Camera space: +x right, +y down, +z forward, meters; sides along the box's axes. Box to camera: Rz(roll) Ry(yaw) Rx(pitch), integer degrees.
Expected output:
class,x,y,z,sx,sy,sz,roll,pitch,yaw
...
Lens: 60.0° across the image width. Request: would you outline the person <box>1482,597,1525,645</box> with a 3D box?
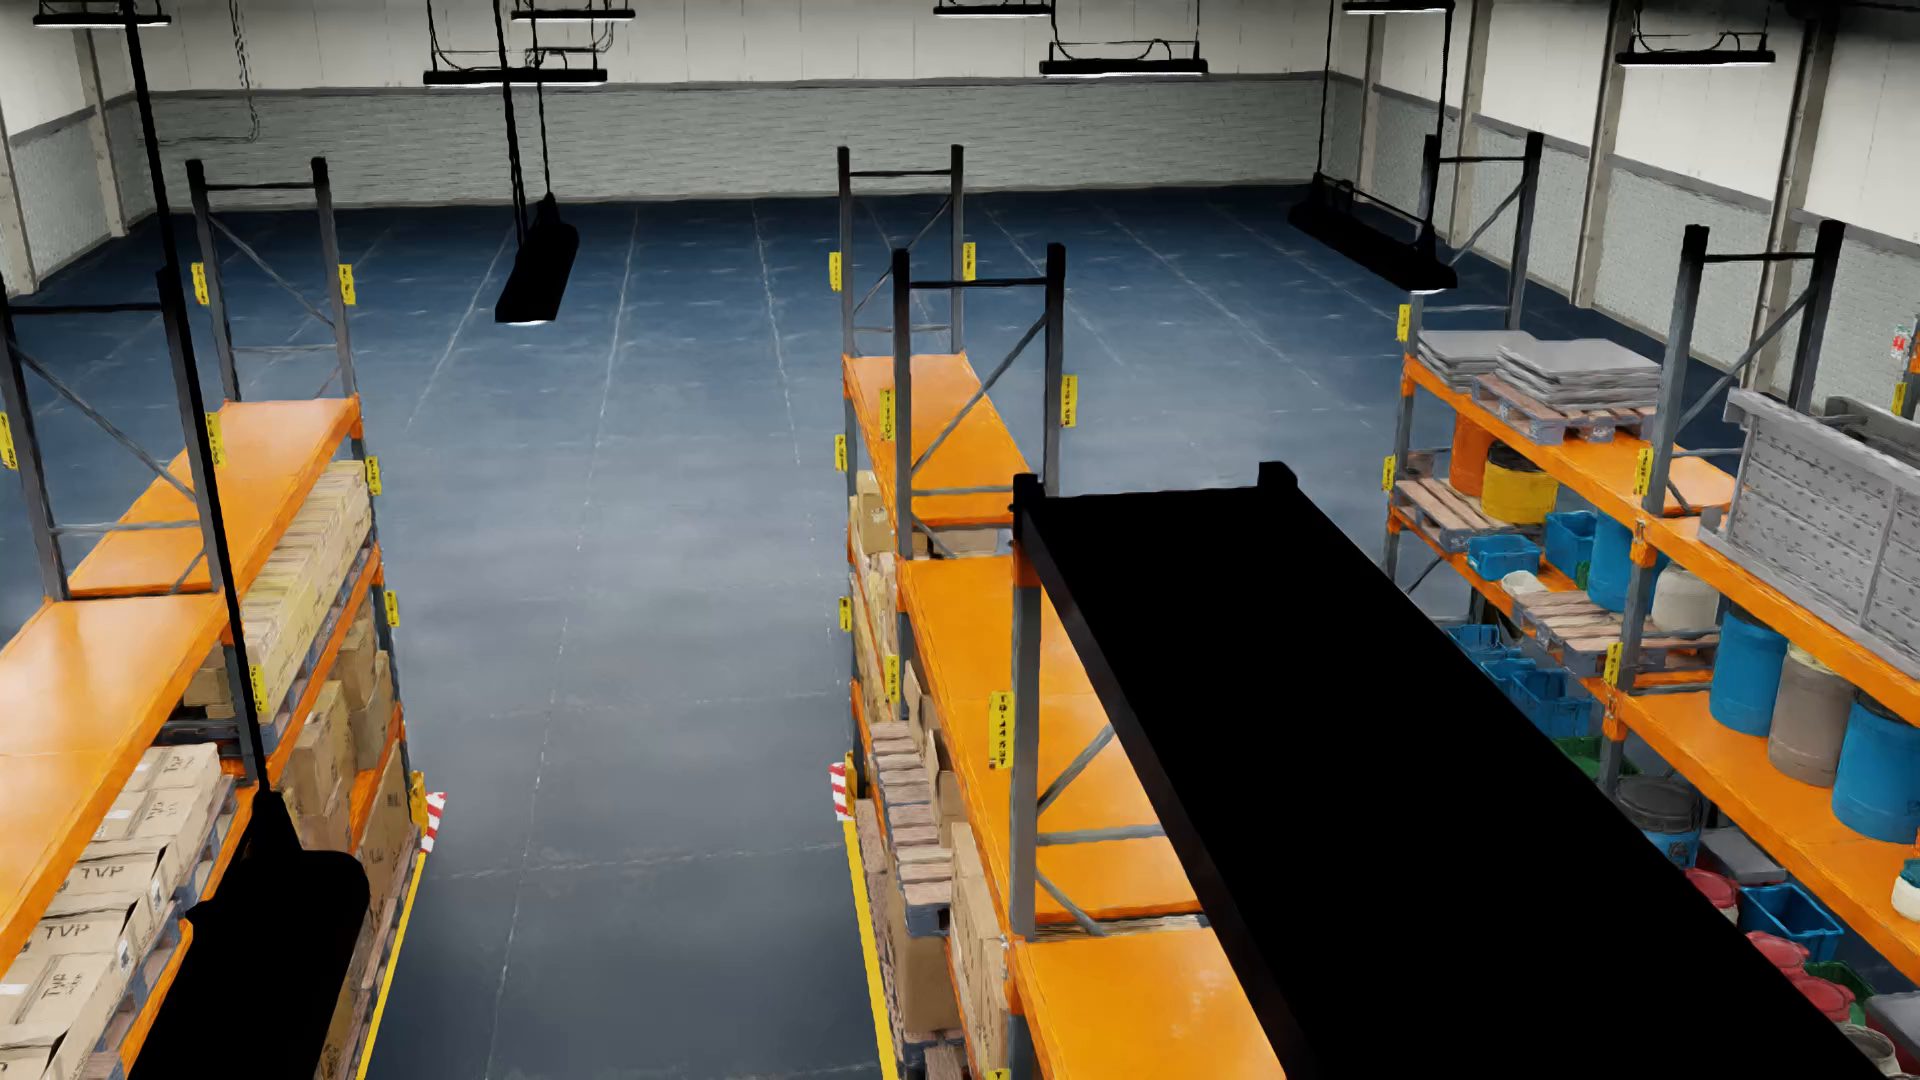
class,x,y,z,sx,sy,sz,roll,pitch,yaw
person,5.952,0.437,18.128,0.522,1.767,0.740,19,28,39
